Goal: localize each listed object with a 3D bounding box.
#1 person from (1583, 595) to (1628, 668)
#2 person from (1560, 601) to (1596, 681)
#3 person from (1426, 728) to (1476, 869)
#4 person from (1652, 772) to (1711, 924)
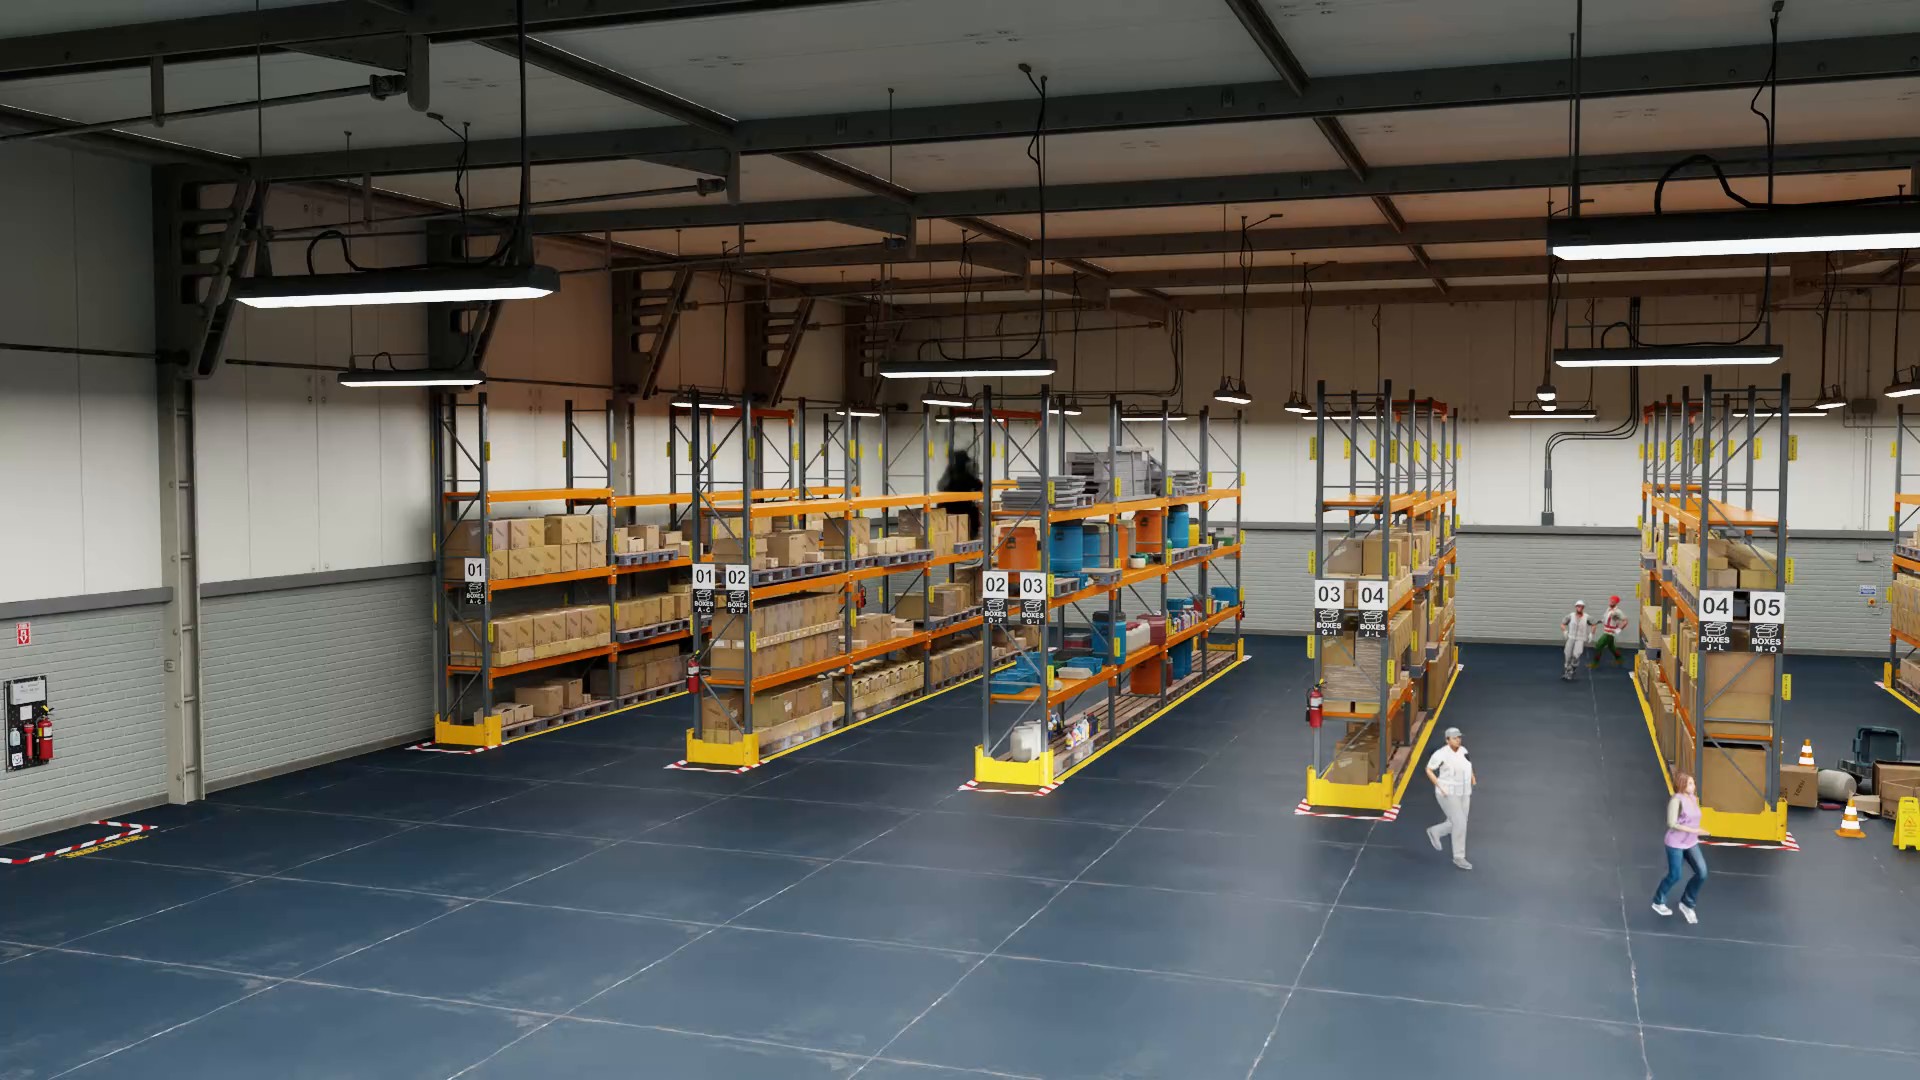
[{"bbox_3d":[14.839,2.104,38.207,0.936,1.717,0.827,1,3,22],"label":"person"},{"bbox_3d":[13.441,2.194,36.242,0.711,1.755,0.642,2,4,30],"label":"person"},{"bbox_3d":[5.990,3.115,20.279,0.601,1.656,0.776,-2,3,-28],"label":"person"},{"bbox_3d":[7.689,3.273,17.657,0.555,1.633,0.679,-2,3,-29],"label":"person"}]
